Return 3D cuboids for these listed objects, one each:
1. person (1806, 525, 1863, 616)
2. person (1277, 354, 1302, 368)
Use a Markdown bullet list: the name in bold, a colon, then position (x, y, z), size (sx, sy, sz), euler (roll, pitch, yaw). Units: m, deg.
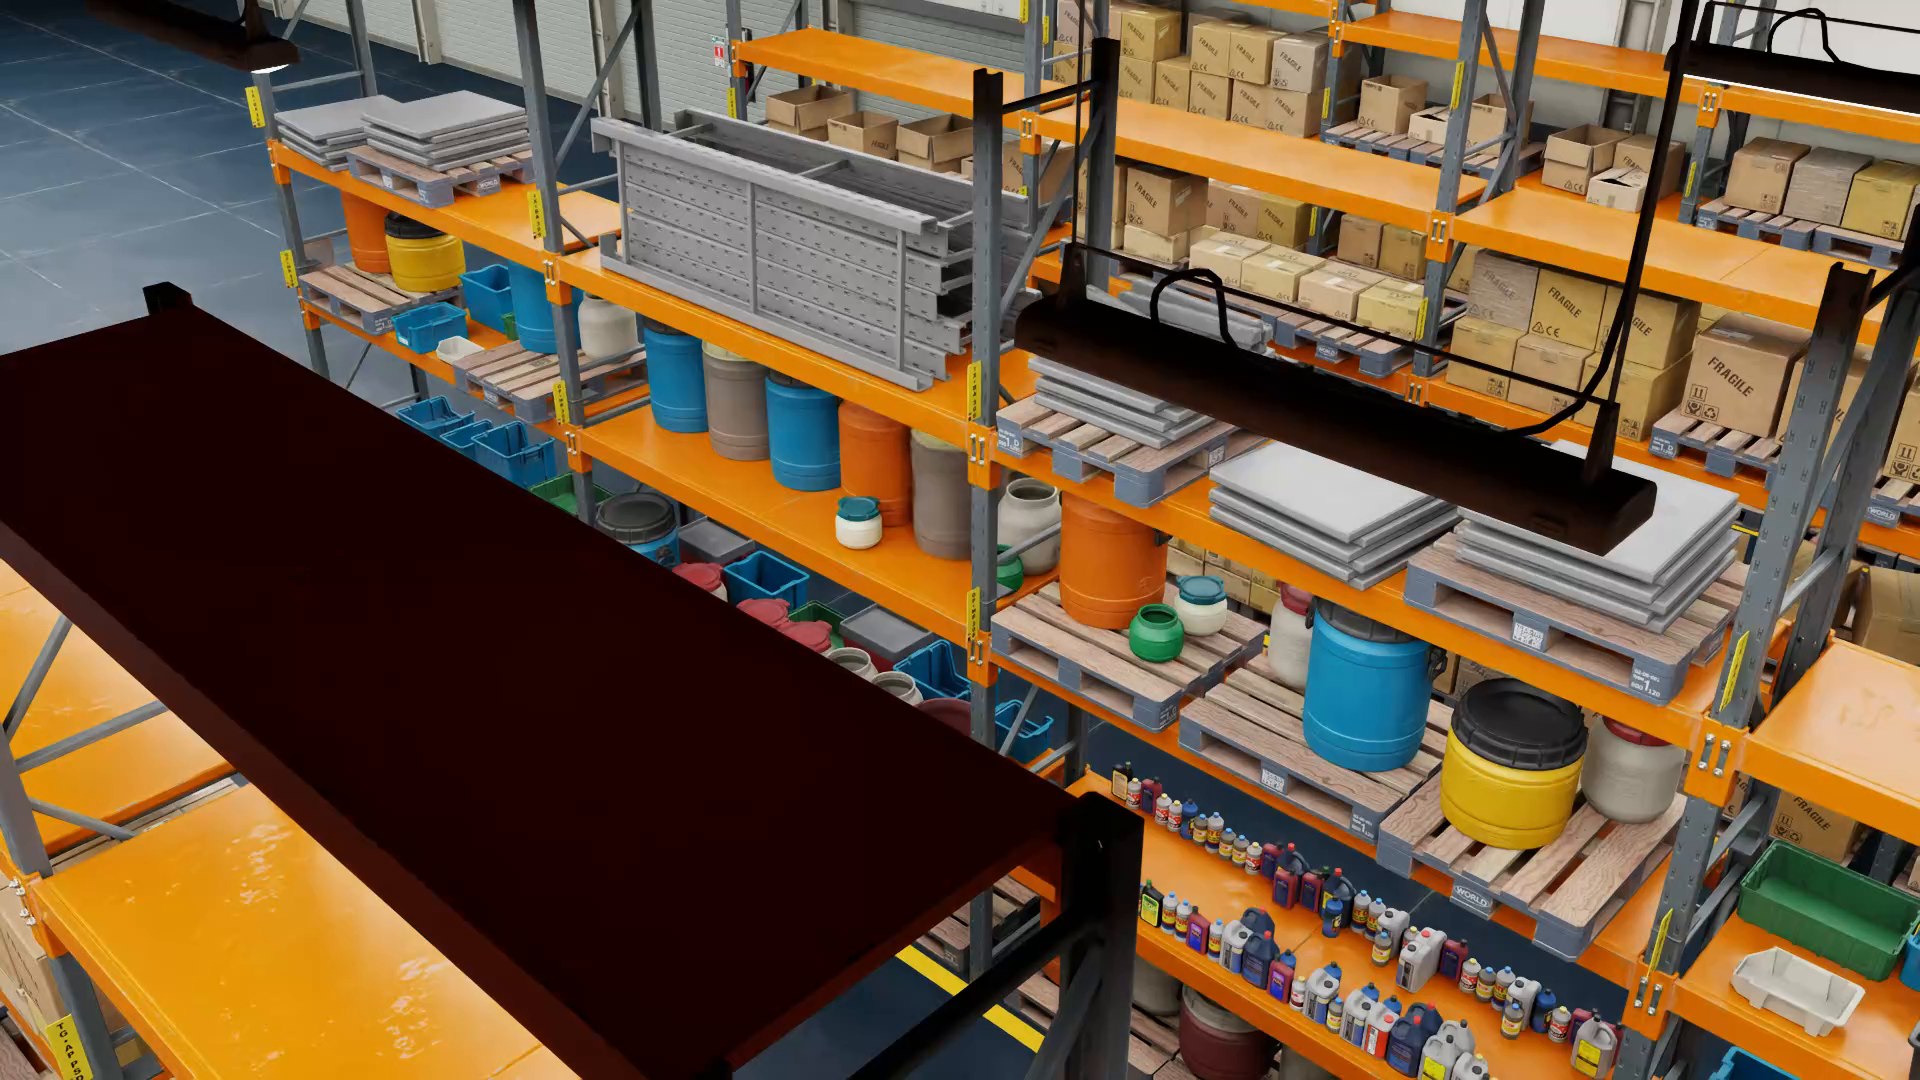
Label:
- **person**: position (7.689, -0.037, 14.615), size (1.019, 1.620, 0.411), euler (18, 34, 29)
- **person**: position (3.180, -1.149, 16.578), size (0.977, 1.623, 0.469), euler (16, 33, 26)
